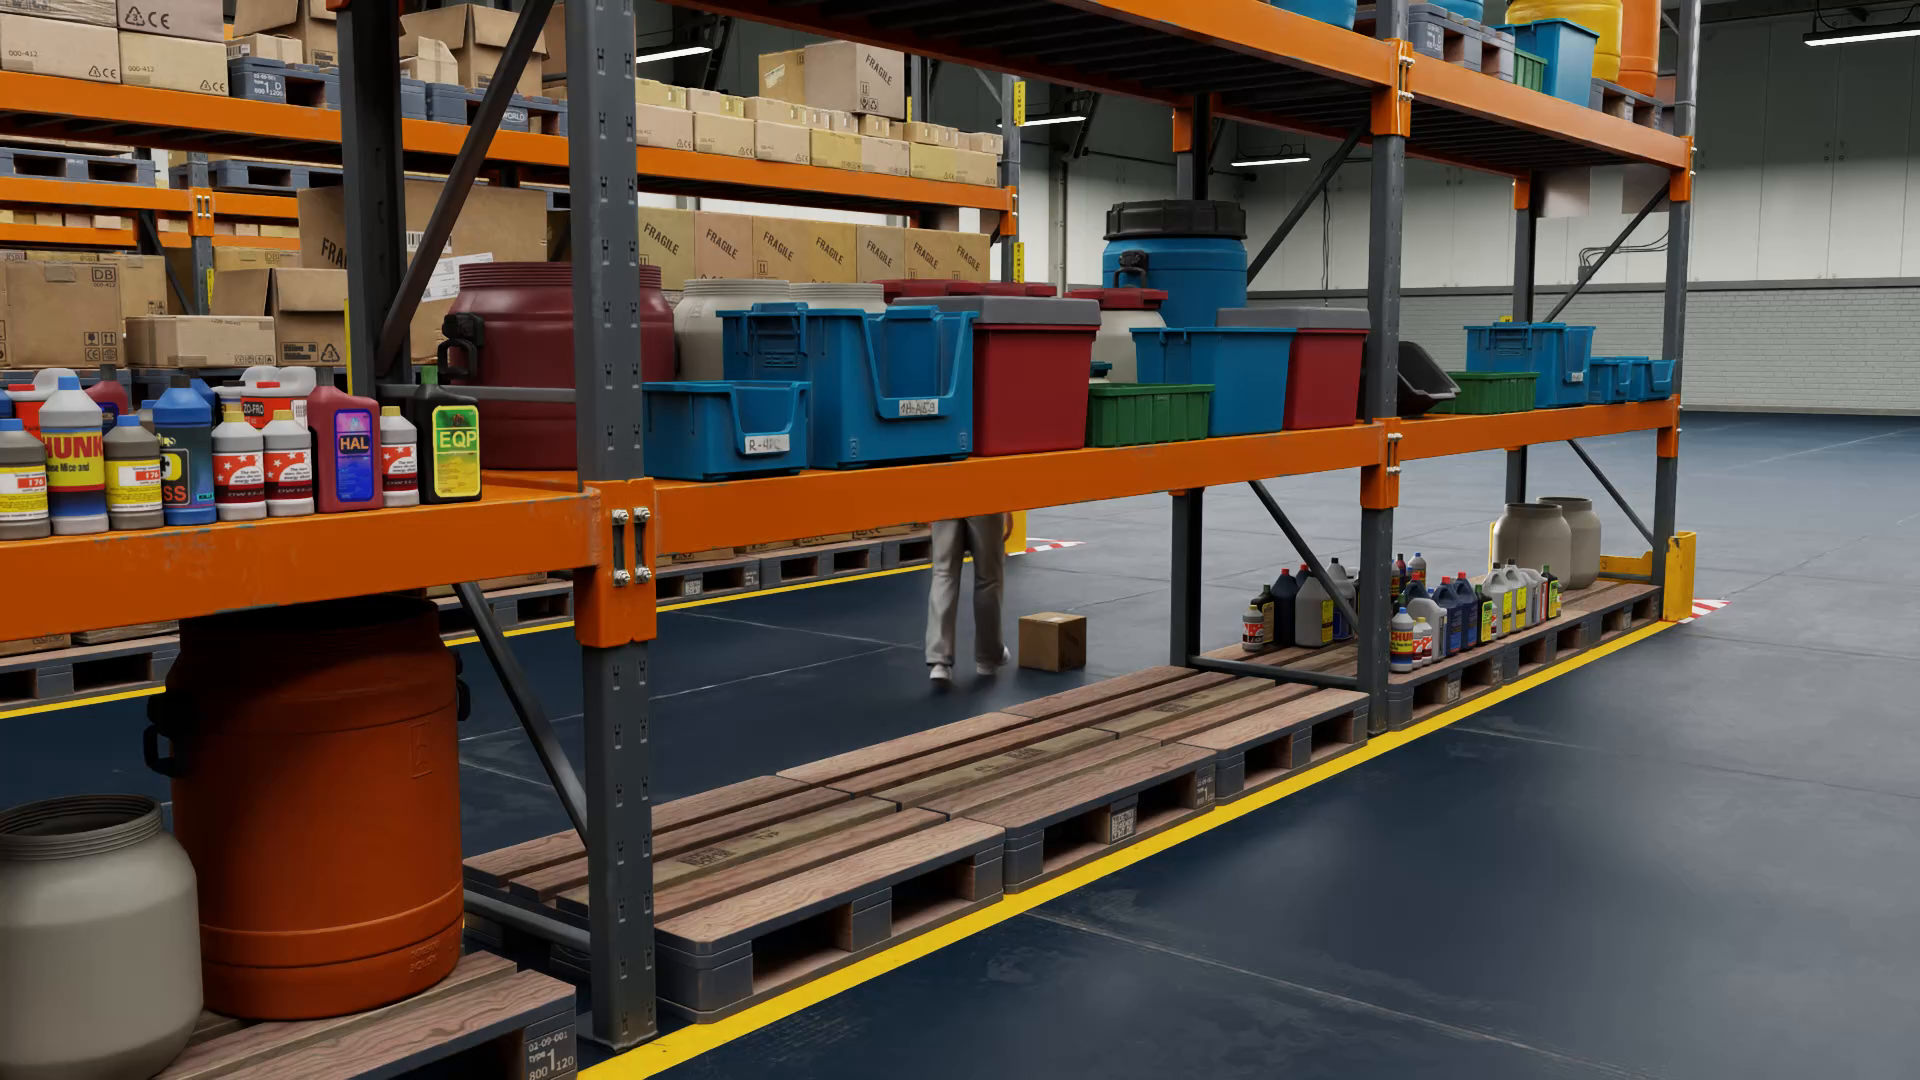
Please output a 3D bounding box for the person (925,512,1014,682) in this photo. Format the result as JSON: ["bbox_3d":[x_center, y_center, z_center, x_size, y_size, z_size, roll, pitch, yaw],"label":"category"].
[{"bbox_3d":[0.059,-0.156,8.014,0.467,1.664,0.741,2,7,19],"label":"person"}]
